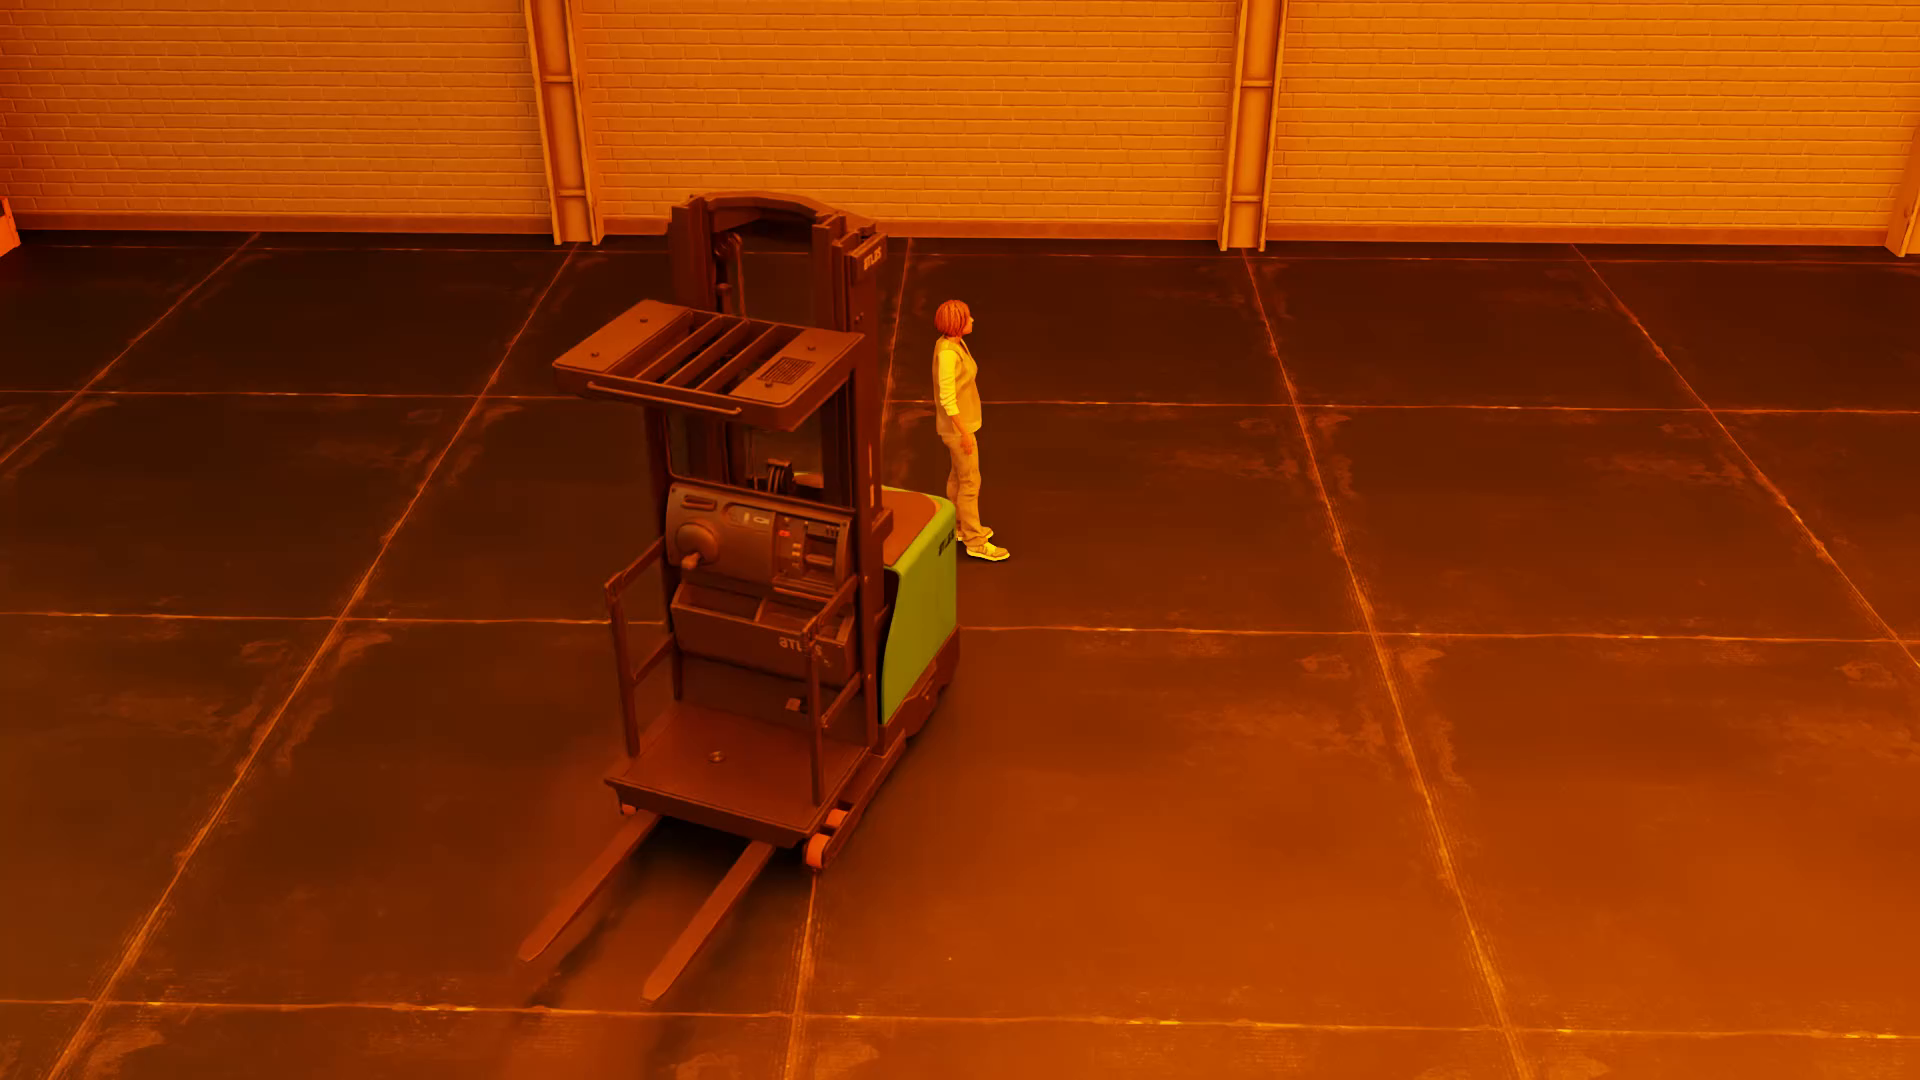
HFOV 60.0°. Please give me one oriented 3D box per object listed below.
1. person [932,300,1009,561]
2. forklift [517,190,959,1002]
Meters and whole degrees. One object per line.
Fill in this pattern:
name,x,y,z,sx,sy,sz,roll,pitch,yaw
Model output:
person,0.073,-0.686,10.077,0.475,1.597,0.520,1,31,1
forklift,-1.017,0.051,7.529,1.130,2.935,3.031,11,32,18
